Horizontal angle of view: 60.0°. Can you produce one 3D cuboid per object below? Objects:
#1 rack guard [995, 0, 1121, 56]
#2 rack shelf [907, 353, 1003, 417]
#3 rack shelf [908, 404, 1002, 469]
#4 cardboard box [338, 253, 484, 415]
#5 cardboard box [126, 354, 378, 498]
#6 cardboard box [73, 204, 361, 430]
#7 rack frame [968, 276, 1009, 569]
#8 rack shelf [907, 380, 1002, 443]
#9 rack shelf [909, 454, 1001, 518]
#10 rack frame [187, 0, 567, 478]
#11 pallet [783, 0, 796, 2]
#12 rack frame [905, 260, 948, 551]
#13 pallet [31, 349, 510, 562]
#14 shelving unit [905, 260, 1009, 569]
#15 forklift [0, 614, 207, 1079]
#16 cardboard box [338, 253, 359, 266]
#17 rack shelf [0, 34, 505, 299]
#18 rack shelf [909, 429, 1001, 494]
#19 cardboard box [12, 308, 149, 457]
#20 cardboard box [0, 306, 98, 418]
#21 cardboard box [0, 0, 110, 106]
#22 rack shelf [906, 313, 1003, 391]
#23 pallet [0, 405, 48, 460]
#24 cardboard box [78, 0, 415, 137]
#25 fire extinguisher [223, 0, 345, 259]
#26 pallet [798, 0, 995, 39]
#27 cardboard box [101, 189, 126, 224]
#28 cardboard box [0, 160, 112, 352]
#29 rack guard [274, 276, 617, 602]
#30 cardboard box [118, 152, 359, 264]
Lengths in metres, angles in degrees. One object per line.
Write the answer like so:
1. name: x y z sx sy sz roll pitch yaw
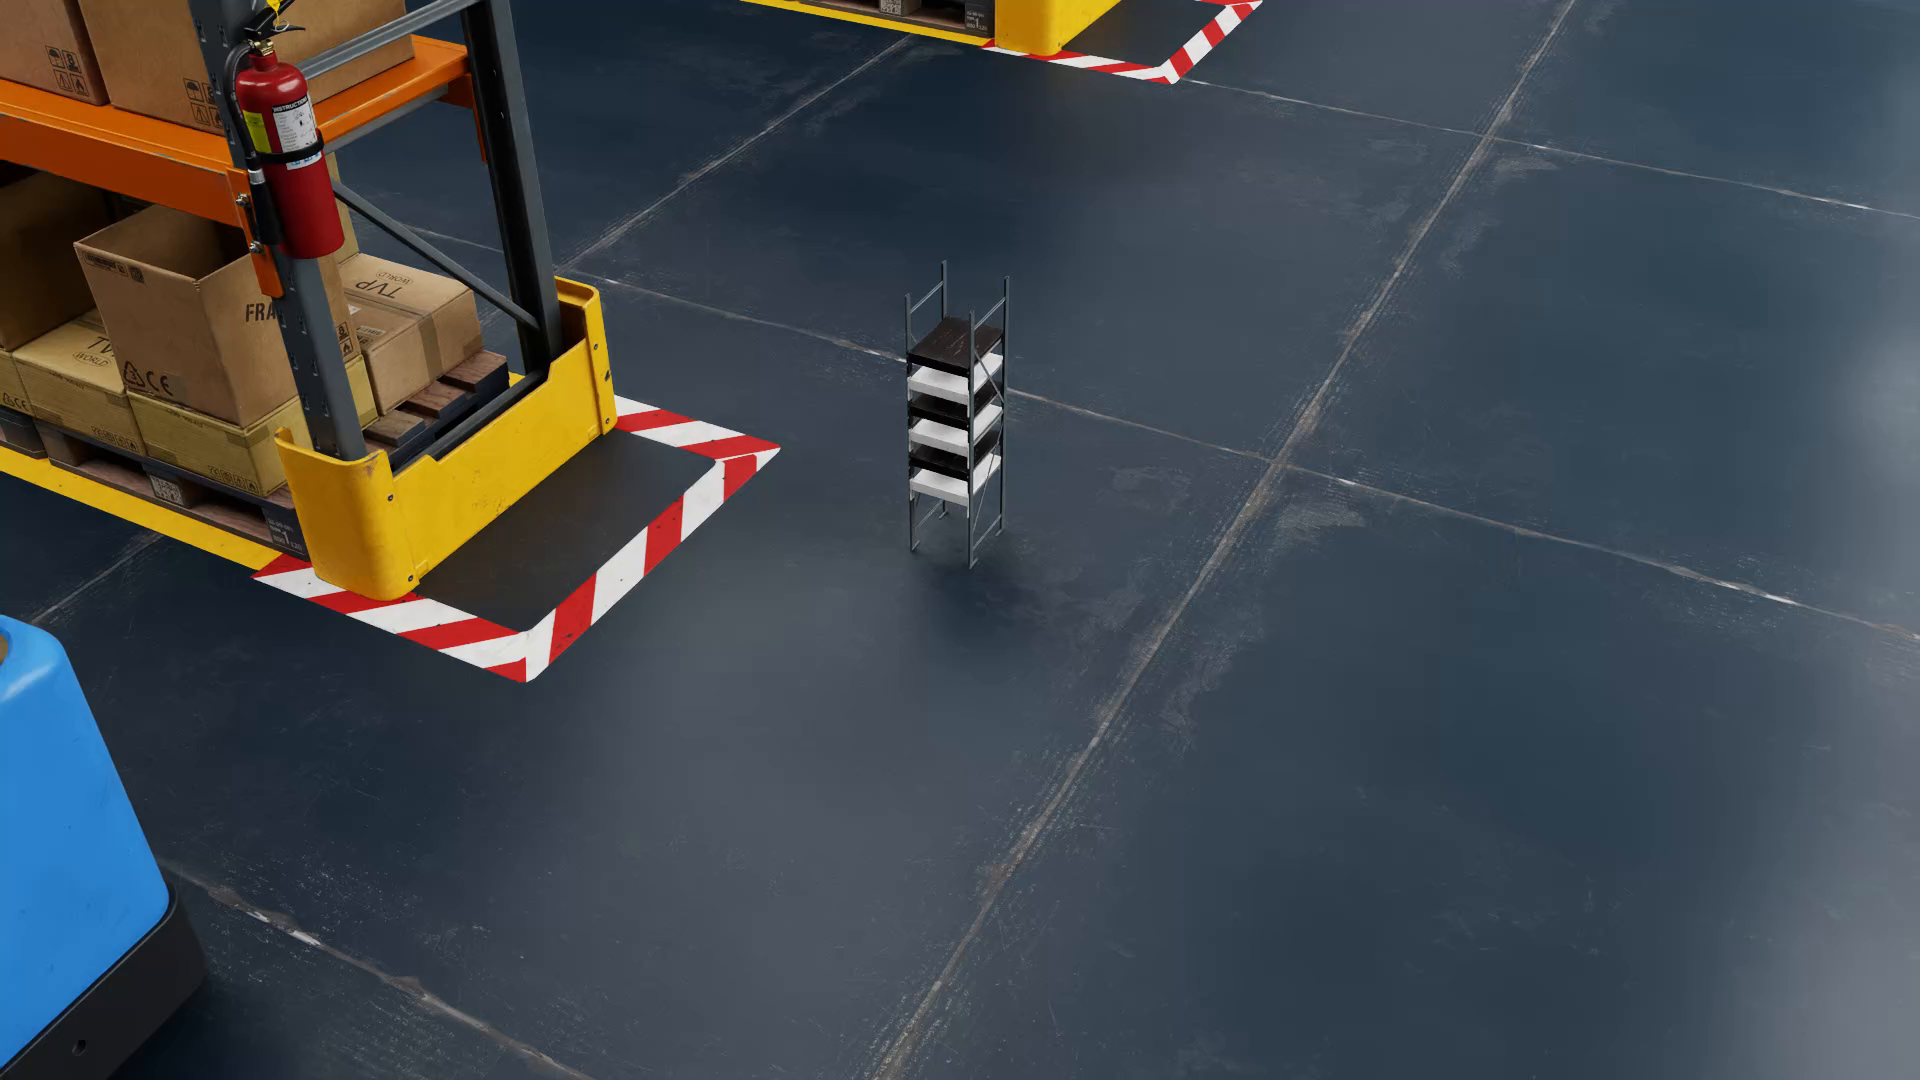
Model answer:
1. rack guard: 0.579 -3.022 8.818 0.348 0.500 1.175 17 41 21
2. rack shelf: -0.007 -0.478 4.892 0.200 0.077 0.258 17 41 21
3. rack shelf: -0.007 -0.334 5.001 0.200 0.077 0.258 17 41 21
4. cardboard box: -1.987 -0.704 5.624 0.500 0.250 0.500 17 41 21
5. cardboard box: -2.226 -0.426 5.258 0.500 0.250 0.500 17 41 21
6. cardboard box: -2.227 -0.724 5.029 0.500 0.500 0.500 17 41 21
7. rack frame: 0.083 -0.332 4.944 0.006 0.900 0.240 17 41 21
8. rack shelf: -0.007 -0.406 4.947 0.200 0.077 0.258 17 41 21
9. rack shelf: -0.007 -0.191 5.110 0.200 0.077 0.258 17 41 21
10. rack frame: -1.614 -1.364 4.566 0.127 3.000 1.000 17 41 21
11. pallet: -1.220 -3.476 9.655 1.213 0.211 1.003 17 41 21
12. rack frame: -0.097 -0.389 5.018 0.006 0.900 0.240 17 41 21
13. pallet: -2.312 -0.443 5.659 1.213 0.211 1.003 17 41 21
14. shelving unit: -0.007 -0.361 4.981 0.210 0.900 0.258 17 41 21
15. forklift: -3.290 -0.236 3.136 3.031 2.935 1.130 16 40 20
16. cardboard box: -2.433 -0.841 5.805 0.500 0.250 0.500 17 41 21
17. rack shelf: -3.389 -1.633 5.516 4.000 0.370 1.077 17 41 21
18. rack shelf: -0.007 -0.262 5.055 0.200 0.077 0.258 17 41 21
19. cardboard box: -2.675 -0.559 5.432 0.500 0.250 0.500 17 41 21
20. cardboard box: -3.120 -0.697 5.614 0.500 0.250 0.500 17 41 21
21. cardboard box: -2.491 -1.684 4.905 0.500 0.500 0.700 18 41 23
22. rack shelf: -0.007 -0.549 4.838 0.200 0.077 0.258 17 41 21
23. pallet: -3.391 -0.783 6.107 1.213 0.211 1.003 17 41 21
24. cardboard box: -2.022 -1.540 4.716 0.500 0.500 0.700 17 41 22
25. fire extinguisher: -1.722 -1.051 4.217 0.183 0.674 0.296 17 41 21
26. pallet: -0.140 -3.136 9.207 1.213 0.211 1.003 17 41 21
27. cardboard box: -2.882 -1.273 5.753 0.500 0.500 0.500 17 41 21
28. cardboard box: -3.121 -0.994 5.385 0.500 0.500 0.500 17 41 21
29. rack guard: -1.592 -0.362 5.313 0.348 0.500 1.175 17 41 21
30. cardboard box: -2.432 -1.141 5.579 0.500 0.500 0.500 17 41 21
